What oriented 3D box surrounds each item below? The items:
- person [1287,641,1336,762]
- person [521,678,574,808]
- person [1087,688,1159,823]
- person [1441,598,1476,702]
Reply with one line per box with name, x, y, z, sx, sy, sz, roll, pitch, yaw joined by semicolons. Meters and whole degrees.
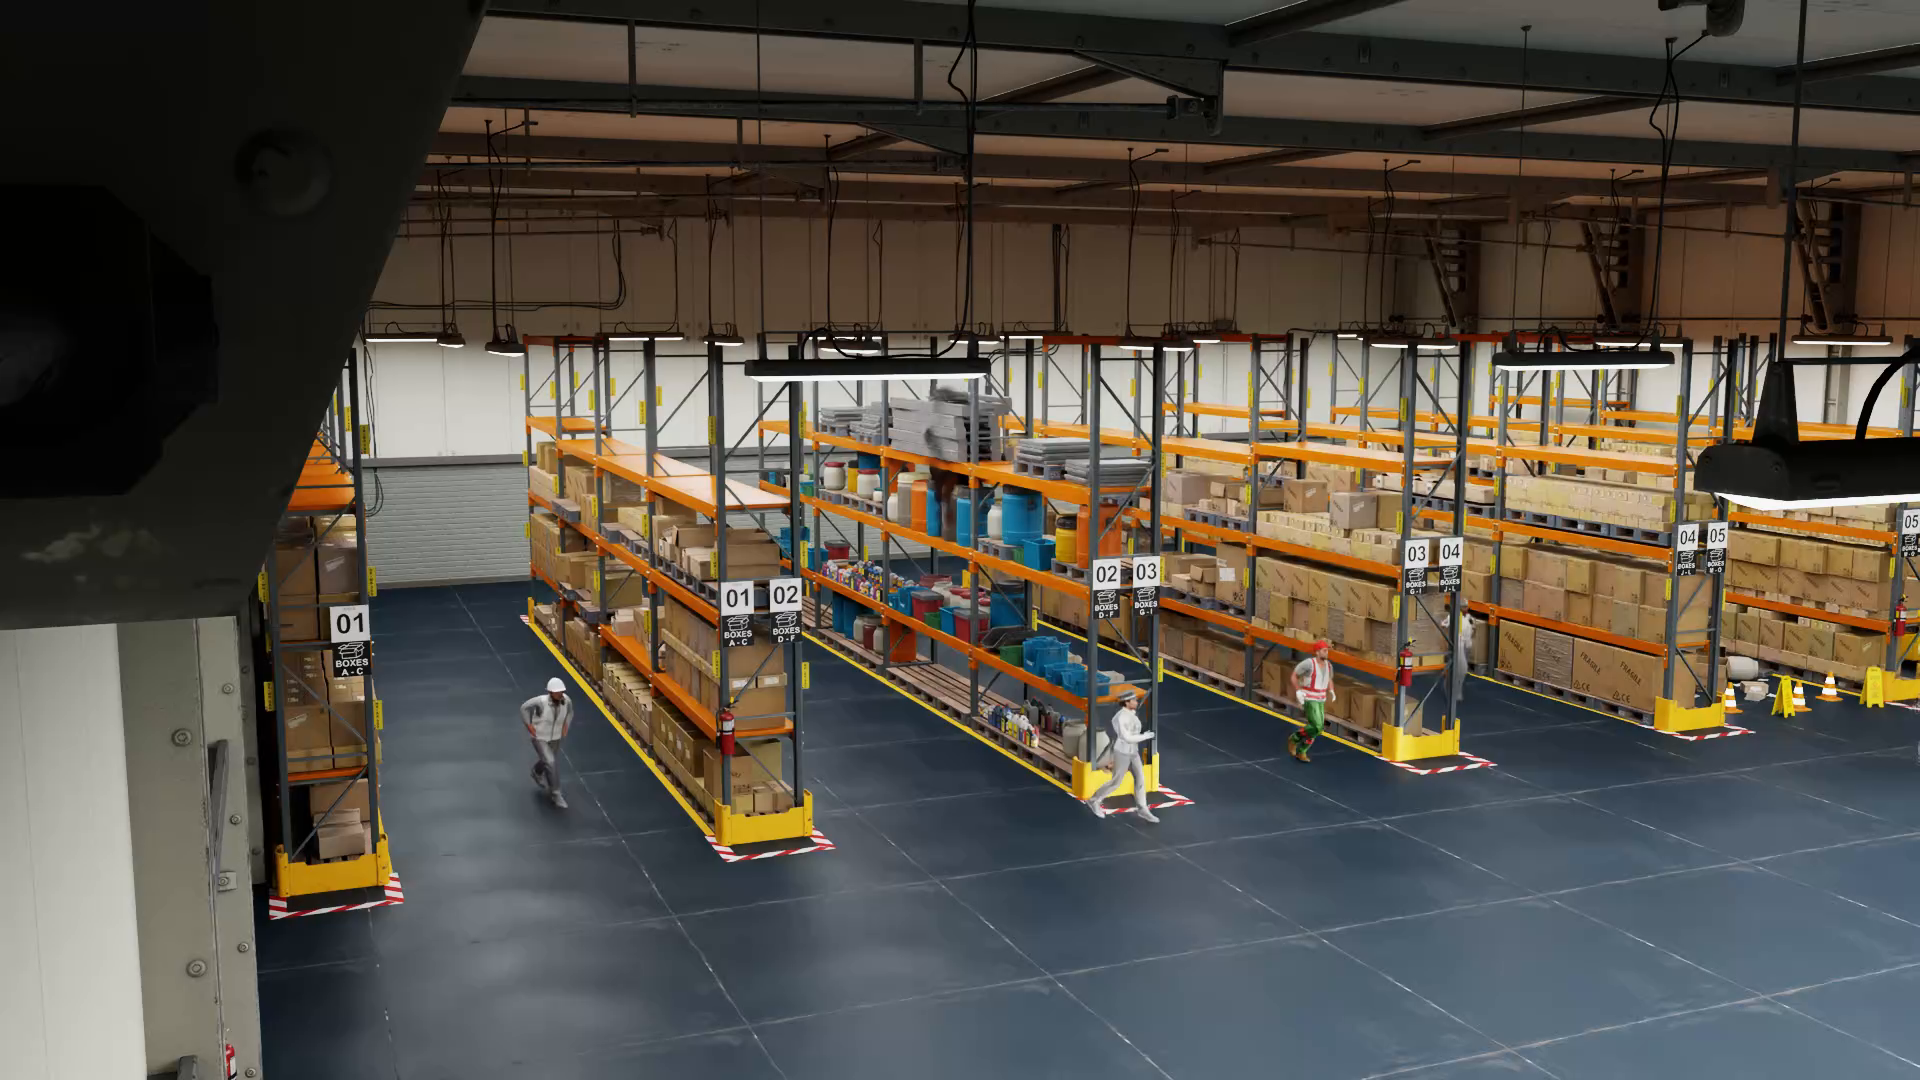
person;5.125;2.308;23.930;0.659;1.724;0.575;-6;9;-36
person;-5.461;2.610;21.911;0.697;1.732;1.050;-5;9;-35
person;2.071;2.694;20.928;0.924;1.688;0.608;3;8;20
person;8.356;1.817;27.785;0.552;1.740;0.718;-3;8;-23
